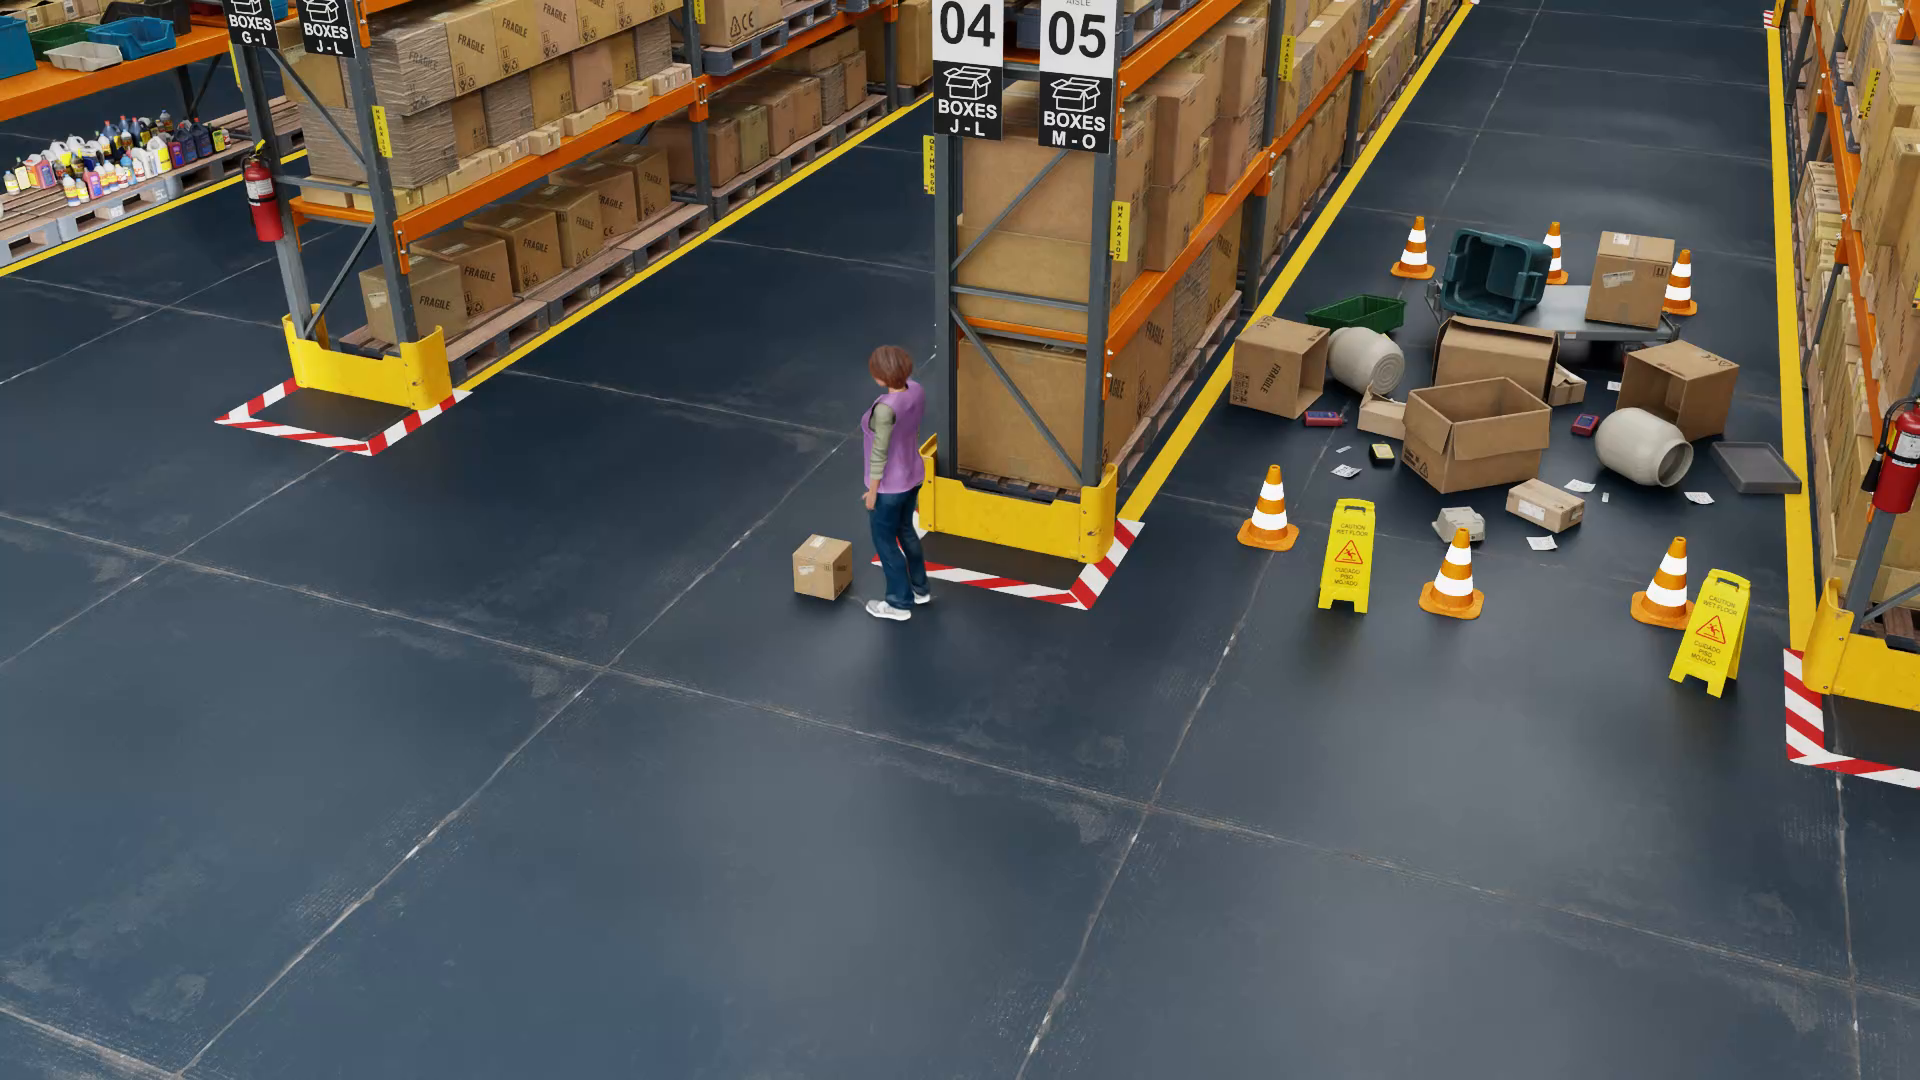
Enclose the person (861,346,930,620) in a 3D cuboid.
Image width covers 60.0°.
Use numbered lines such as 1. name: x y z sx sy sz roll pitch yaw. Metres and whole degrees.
1. person: -0.356 -0.296 8.924 0.299 1.593 0.407 15 33 25
